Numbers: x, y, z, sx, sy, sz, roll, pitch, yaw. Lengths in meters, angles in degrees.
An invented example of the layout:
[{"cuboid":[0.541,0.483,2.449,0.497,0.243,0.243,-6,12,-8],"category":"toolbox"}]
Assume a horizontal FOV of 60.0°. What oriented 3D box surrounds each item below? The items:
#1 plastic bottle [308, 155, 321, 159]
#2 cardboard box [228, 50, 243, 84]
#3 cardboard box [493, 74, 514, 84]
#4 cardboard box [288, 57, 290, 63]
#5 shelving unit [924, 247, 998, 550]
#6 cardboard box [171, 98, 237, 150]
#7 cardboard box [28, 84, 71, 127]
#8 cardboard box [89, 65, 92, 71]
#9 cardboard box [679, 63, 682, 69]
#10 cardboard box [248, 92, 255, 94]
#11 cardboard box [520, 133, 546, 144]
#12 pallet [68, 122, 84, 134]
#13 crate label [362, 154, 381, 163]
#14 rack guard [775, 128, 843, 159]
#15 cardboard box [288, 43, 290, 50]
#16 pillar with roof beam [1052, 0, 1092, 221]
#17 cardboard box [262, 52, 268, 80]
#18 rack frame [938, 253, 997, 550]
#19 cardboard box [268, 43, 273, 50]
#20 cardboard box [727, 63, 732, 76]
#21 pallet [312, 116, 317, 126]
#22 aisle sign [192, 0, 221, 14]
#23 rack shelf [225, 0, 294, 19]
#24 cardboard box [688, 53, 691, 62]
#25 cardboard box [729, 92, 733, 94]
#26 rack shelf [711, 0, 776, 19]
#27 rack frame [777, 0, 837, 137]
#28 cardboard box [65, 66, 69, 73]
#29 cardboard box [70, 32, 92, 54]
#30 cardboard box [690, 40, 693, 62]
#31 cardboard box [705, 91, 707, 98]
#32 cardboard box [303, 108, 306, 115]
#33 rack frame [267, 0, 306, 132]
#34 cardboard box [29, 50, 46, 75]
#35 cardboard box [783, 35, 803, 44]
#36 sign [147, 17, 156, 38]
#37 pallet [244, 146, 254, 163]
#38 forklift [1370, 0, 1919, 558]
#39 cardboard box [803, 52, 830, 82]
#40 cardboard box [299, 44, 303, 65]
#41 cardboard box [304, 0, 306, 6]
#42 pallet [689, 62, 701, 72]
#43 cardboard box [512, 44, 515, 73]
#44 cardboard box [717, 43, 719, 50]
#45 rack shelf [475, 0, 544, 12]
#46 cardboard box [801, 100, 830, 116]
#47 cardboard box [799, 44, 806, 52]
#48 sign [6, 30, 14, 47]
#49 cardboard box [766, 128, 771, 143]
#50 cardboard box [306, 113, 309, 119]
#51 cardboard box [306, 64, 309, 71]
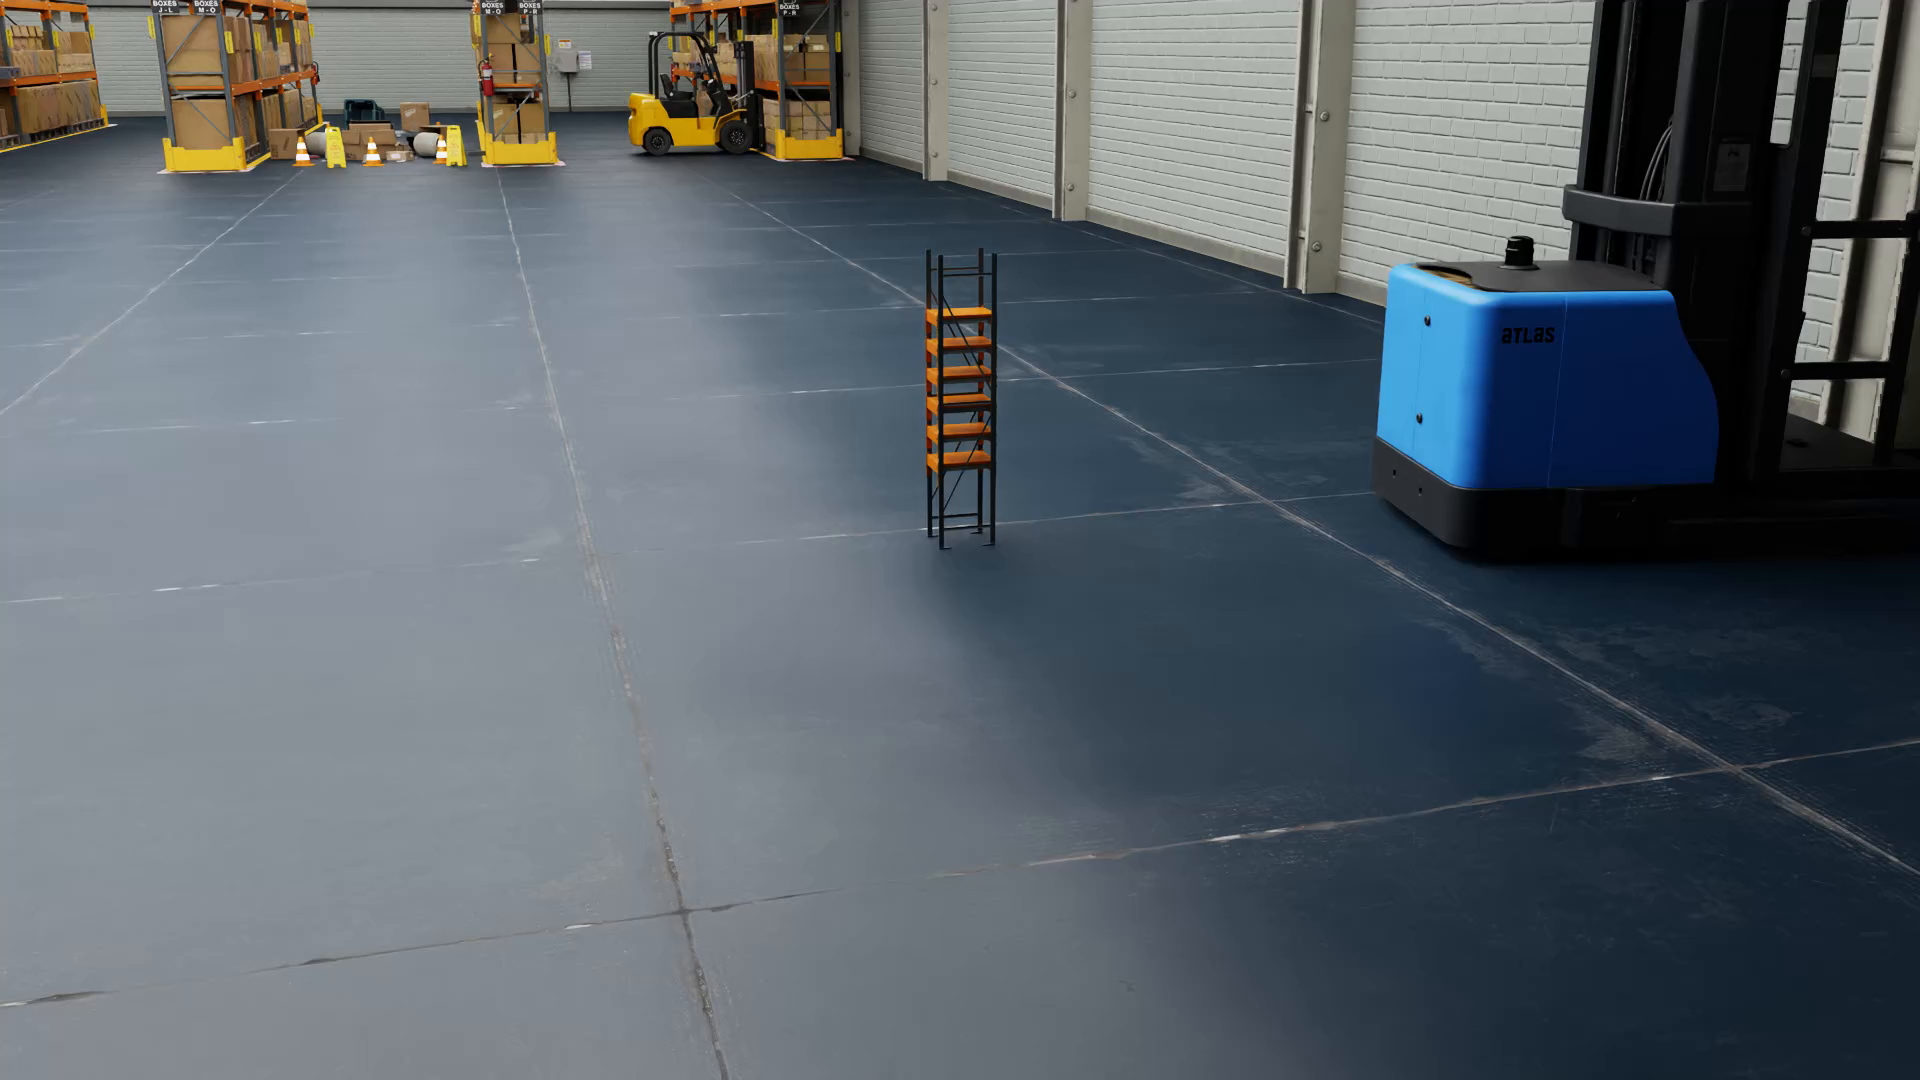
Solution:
[{"cuboid":[-11.423,-6.750,29.318,0.283,0.061,0.133,-12,20,-34],"category":"plastic bottle"},{"cuboid":[-12.538,-7.923,27.853,0.875,0.550,0.550,-5,17,-15],"category":"cardboard box"},{"cuboid":[-7.764,-7.822,28.215,0.380,0.149,0.250,-4,17,-13],"category":"cardboard box"},{"cuboid":[-15.114,-10.671,36.968,0.380,0.149,0.250,-5,17,-15],"category":"cardboard box"},{"cuboid":[0.004,-0.571,6.766,0.258,1.200,0.189,-5,17,-15],"category":"shelving unit"},{"cuboid":[-12.437,-6.803,27.348,0.875,0.875,0.875,-5,17,-15],"category":"cardboard box"},{"cuboid":[-20.087,-9.400,35.994,1.225,0.875,0.875,-5,17,-15],"category":"cardboard box"},{"cuboid":[-20.894,-11.234,39.572,0.380,0.149,0.250,-5,17,-15],"category":"cardboard box"},{"cuboid":[-6.948,-12.082,42.396,0.380,0.149,0.250,-5,17,-17],"category":"cardboard box"},{"cuboid":[-14.826,-9.181,34.614,0.500,0.250,0.500,-5,17,-17],"category":"cardboard box"},{"cuboid":[-7.411,-6.985,29.042,0.500,0.250,0.500,-5,17,-16],"category":"cardboard box"},{"cuboid":[-20.416,-9.273,37.455,1.003,0.211,1.213,-5,17,-15],"category":"pallet"},{"cuboid":[-10.064,-6.533,28.462,0.298,0.136,0.250,16,23,42],"category":"crate label"},{"cuboid":[-2.678,-7.046,29.538,1.175,0.500,0.348,-5,17,-15],"category":"rack guard"},{"cuboid":[-15.187,-11.026,37.117,0.380,0.149,0.250,-4,17,-13],"category":"cardboard box"},{"cuboid":[-2.850,-7.727,17.033,9.100,9.000,0.400,-5,17,-15],"category":"pillar with roof beam"},{"cuboid":[-13.312,-8.897,31.184,0.500,0.500,0.500,-5,17,-15],"category":"cardboard box"},{"cuboid":[0.029,-0.545,6.682,0.240,1.200,0.006,-5,17,-15],"category":"rack frame"},{"cuboid":[-14.328,-10.160,34.233,0.380,0.149,0.250,-5,17,-15],"category":"cardboard box"},{"cuboid":[-4.573,-9.823,34.701,0.500,0.250,0.500,-4,17,-13],"category":"cardboard box"},{"cuboid":[-16.374,-10.278,40.803,1.003,0.211,1.213,-5,17,-15],"category":"pallet"},{"cuboid":[-11.879,-8.686,26.135,0.394,0.787,0.004,-5,17,-15],"category":"aisle sign"},{"cuboid":[-14.936,-11.295,35.376,1.077,0.370,4.000,-5,17,-15],"category":"rack shelf"},{"cuboid":[-6.356,-11.761,40.635,0.500,0.250,0.500,-4,17,-14],"category":"cardboard box"},{"cuboid":[-5.133,-10.299,38.513,0.380,0.149,0.250,-5,17,-15],"category":"cardboard box"},{"cuboid":[-4.333,-11.001,34.398,1.077,0.370,4.000,-5,17,-15],"category":"rack shelf"},{"cuboid":[-2.684,-8.249,29.201,1.000,3.000,0.127,-5,17,-15],"category":"rack frame"},{"cuboid":[-20.189,-10.525,37.213,0.380,0.149,0.250,-4,17,-13],"category":"cardboard box"},{"cuboid":[-20.995,-11.814,39.508,0.500,0.500,0.500,-4,17,-15],"category":"cardboard box"},{"cuboid":[-6.064,-11.666,39.672,0.700,0.500,0.500,-4,17,-14],"category":"cardboard box"},{"cuboid":[-5.786,-10.476,39.100,0.380,0.149,0.250,-5,17,-15],"category":"cardboard box"},{"cuboid":[-15.277,-9.860,38.270,0.380,0.149,0.250,-4,17,-13],"category":"cardboard box"},{"cuboid":[-15.485,-10.756,37.545,1.000,3.000,0.127,-5,17,-15],"category":"rack frame"},{"cuboid":[-19.611,-10.050,35.023,0.500,0.500,0.500,-5,17,-16],"category":"cardboard box"},{"cuboid":[-2.985,-8.833,29.325,0.380,0.149,0.250,-5,17,-15],"category":"cardboard box"},{"cuboid":[-12.713,-8.066,26.165,0.100,0.325,0.005,-5,17,-15],"category":"sign"},{"cuboid":[-12.814,-6.653,28.733,1.003,0.211,1.213,-5,17,-15],"category":"pallet"},{"cuboid":[3.399,-1.494,6.832,3.031,2.935,1.130,-2,17,-6],"category":"forklift"},{"cuboid":[-2.553,-8.456,29.716,0.500,0.500,0.500,-4,17,-13],"category":"cardboard box"},{"cuboid":[-15.522,-11.239,38.464,0.500,0.500,0.500,-5,17,-15],"category":"cardboard box"},{"cuboid":[-16.205,-13.122,40.470,0.500,0.250,0.500,-5,17,-16],"category":"cardboard box"},{"cuboid":[-5.867,-11.247,39.514,1.003,0.211,1.213,-5,17,-15],"category":"pallet"},{"cuboid":[-7.606,-8.483,29.288,0.500,0.500,0.500,-5,17,-16],"category":"cardboard box"},{"cuboid":[-5.078,-10.709,36.089,0.380,0.149,0.250,-4,17,-14],"category":"cardboard box"},{"cuboid":[-8.005,-9.501,29.405,1.077,0.370,4.000,-5,17,-15],"category":"rack shelf"},{"cuboid":[-2.634,-7.760,29.885,0.500,0.250,0.500,-5,17,-16],"category":"cardboard box"},{"cuboid":[-2.657,-8.786,29.684,0.380,0.149,0.250,-5,17,-15],"category":"cardboard box"},{"cuboid":[-18.663,-9.847,32.646,0.100,0.325,0.005,-5,17,-15],"category":"sign"},{"cuboid":[-3.245,-7.377,30.346,0.500,0.250,0.500,-5,17,-15],"category":"cardboard box"},{"cuboid":[-15.672,-10.074,39.499,0.380,0.149,0.250,-5,17,-17],"category":"cardboard box"},{"cuboid":[-16.015,-11.466,40.344,0.380,0.149,0.250,-4,17,-14],"category":"cardboard box"}]
